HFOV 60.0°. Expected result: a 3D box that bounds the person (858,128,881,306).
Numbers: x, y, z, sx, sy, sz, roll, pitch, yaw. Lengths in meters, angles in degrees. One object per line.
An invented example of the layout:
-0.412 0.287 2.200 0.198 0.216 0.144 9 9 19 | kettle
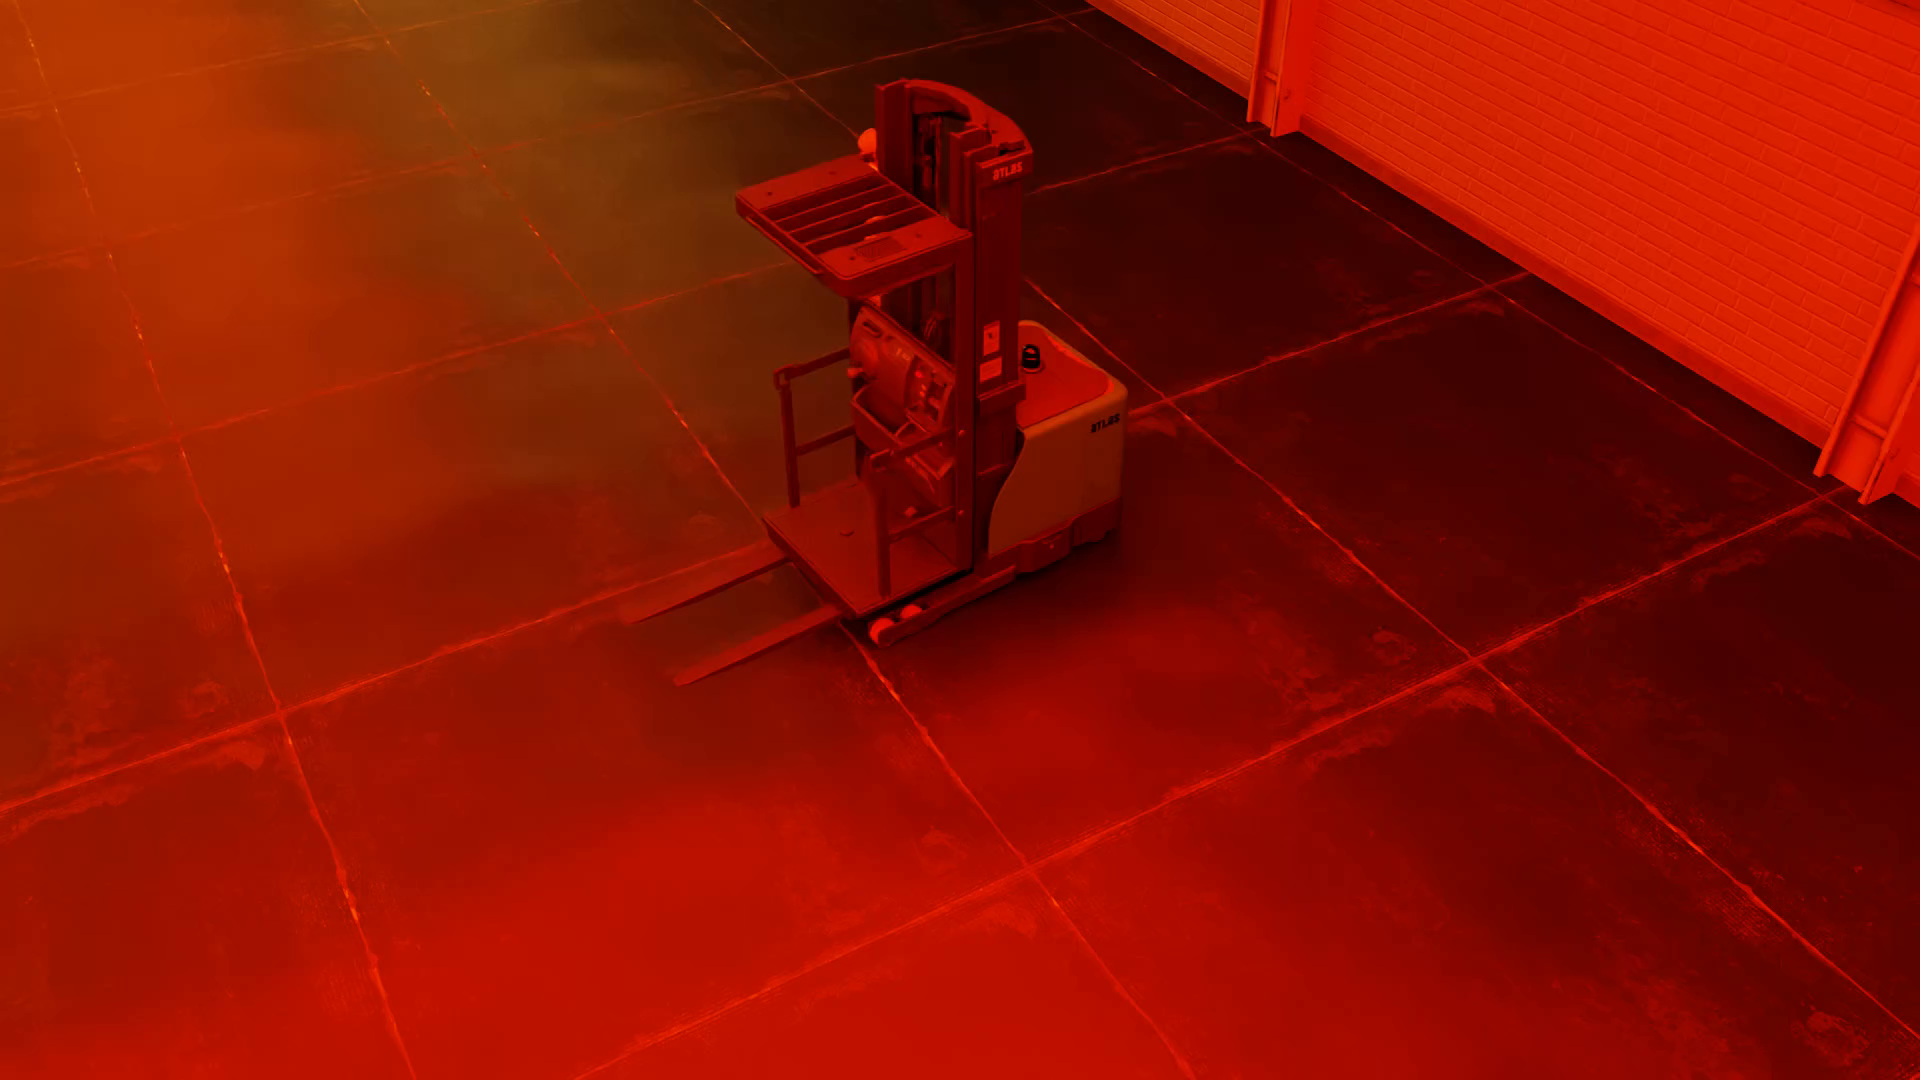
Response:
-0.448 -2.051 11.488 0.531 1.669 0.595 -9 40 -10 | person

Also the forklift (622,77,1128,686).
-0.494 -0.897 9.118 3.031 2.935 1.130 -24 45 -26 | forklift
